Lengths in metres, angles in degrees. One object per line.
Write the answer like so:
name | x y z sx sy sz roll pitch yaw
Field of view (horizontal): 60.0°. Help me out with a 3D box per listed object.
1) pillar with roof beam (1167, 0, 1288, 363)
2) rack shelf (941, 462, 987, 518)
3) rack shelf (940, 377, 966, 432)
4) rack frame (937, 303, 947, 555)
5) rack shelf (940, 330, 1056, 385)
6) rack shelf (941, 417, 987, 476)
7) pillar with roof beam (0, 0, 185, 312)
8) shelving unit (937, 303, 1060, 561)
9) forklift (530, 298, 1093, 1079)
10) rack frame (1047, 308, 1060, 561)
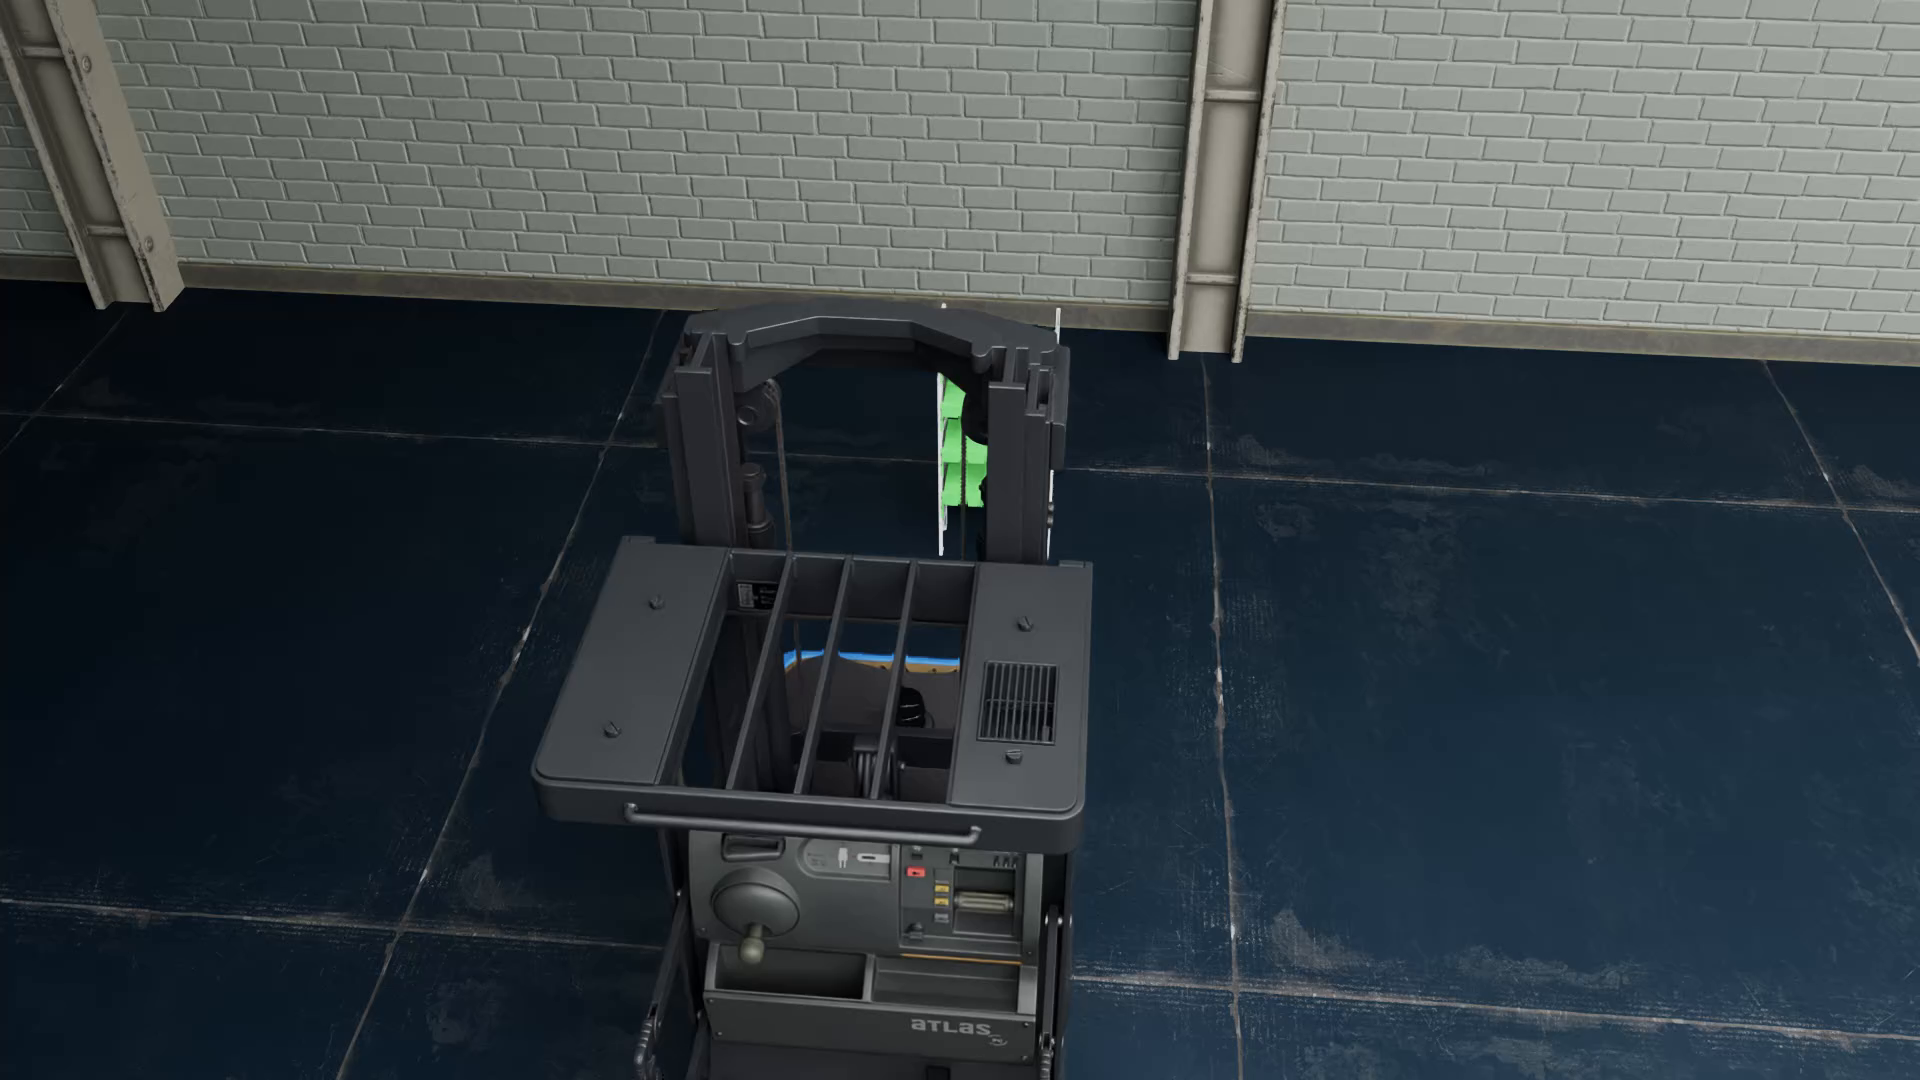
pillar with roof beam | 0.955 -1.841 2.884 0.400 9.000 9.100 3 39 4
rack shelf | 0.165 -0.221 7.552 0.480 0.148 0.258 3 39 4
rack shelf | 0.165 -0.593 7.249 0.480 0.148 0.258 3 39 4
rack frame | -0.078 -0.470 7.376 0.015 1.200 0.240 3 39 4
rack shelf | 0.165 -0.779 7.097 0.480 0.148 0.258 3 39 4
rack shelf | 0.165 -0.407 7.400 0.480 0.148 0.258 3 39 4
pillar with roof beam | -5.023 -2.168 3.285 0.400 9.000 9.100 3 39 4
shelving unit | 0.165 -0.456 7.360 0.503 1.200 0.258 3 39 4
forklift | -0.265 1.007 4.192 1.130 2.935 3.031 3 39 4
rack frame | 0.408 -0.443 7.344 0.015 1.200 0.240 3 39 4
